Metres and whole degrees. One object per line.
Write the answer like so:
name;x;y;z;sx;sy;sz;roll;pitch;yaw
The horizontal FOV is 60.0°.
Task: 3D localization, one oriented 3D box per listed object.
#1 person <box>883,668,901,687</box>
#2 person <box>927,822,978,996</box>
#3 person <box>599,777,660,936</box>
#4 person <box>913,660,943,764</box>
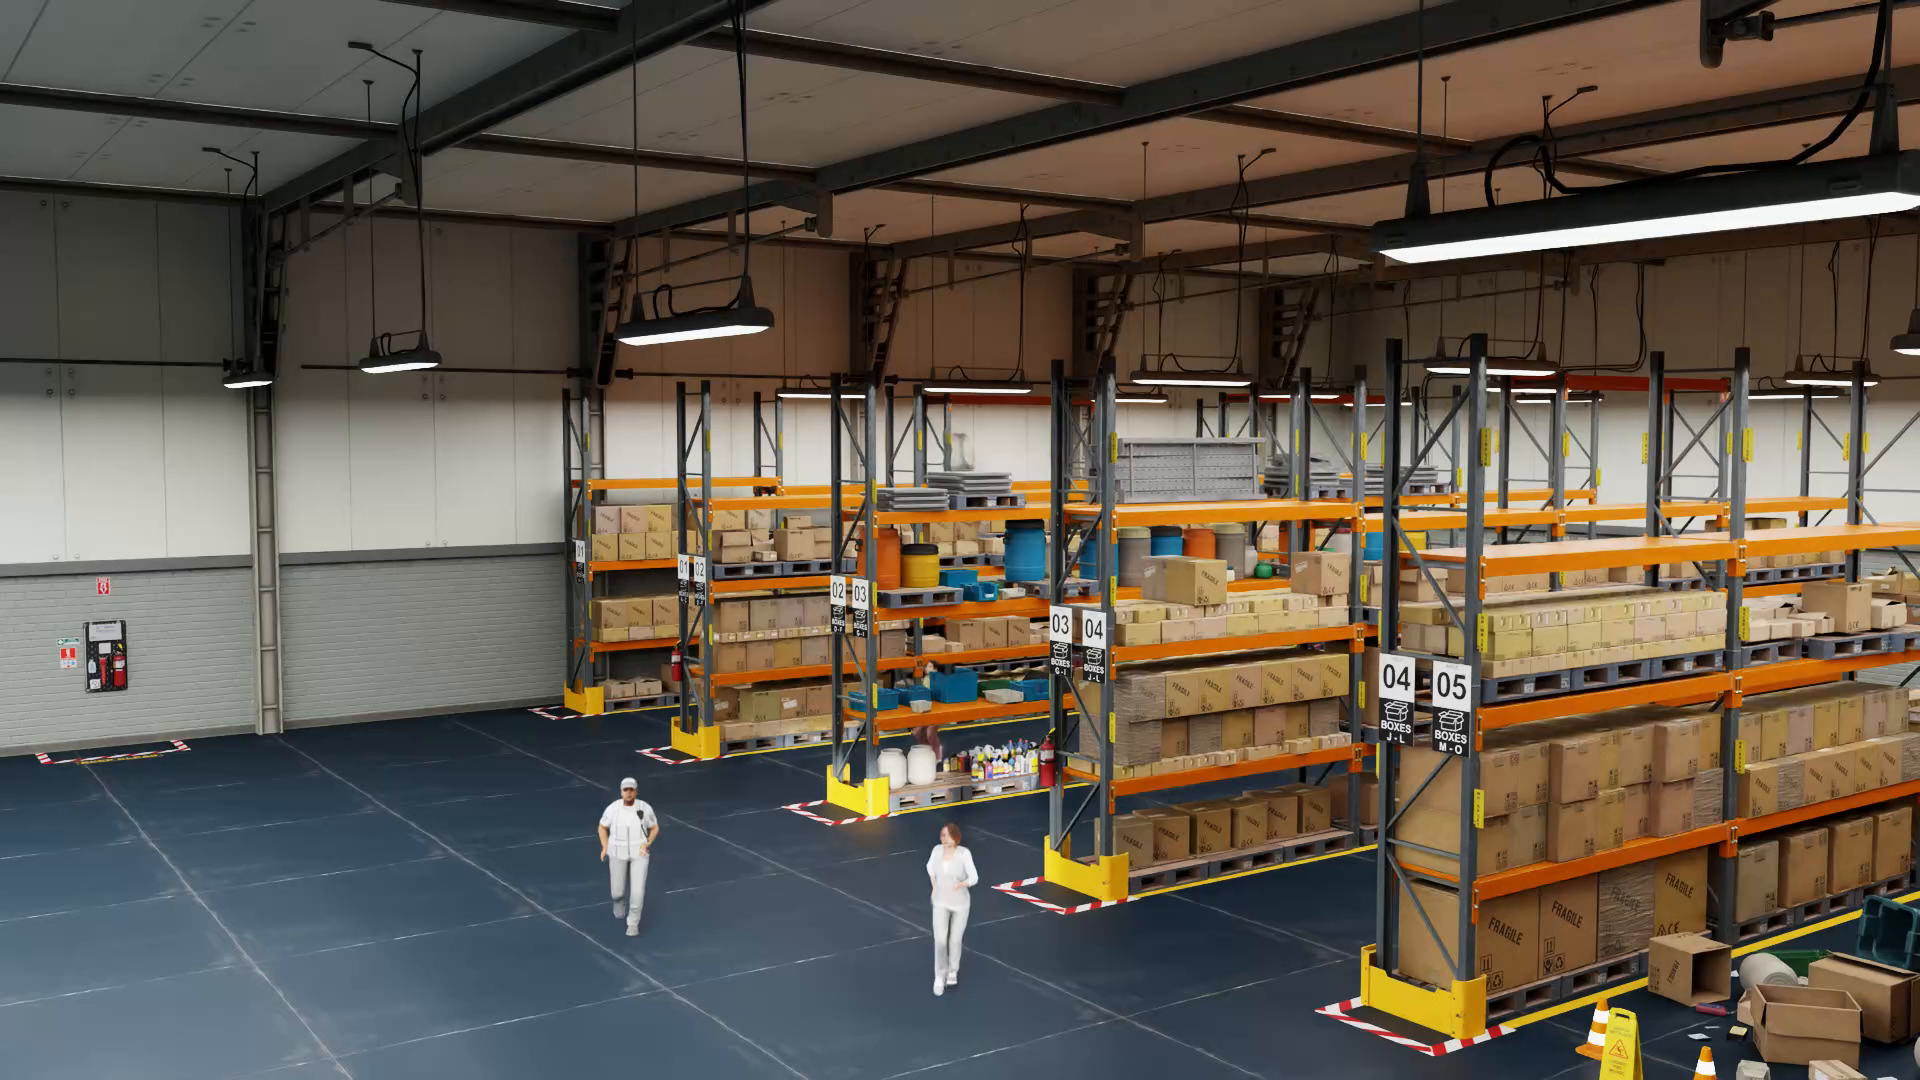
person;-1.229;2.333;30.940;0.856;1.669;0.624;-2;4;-34
person;-0.082;3.394;15.303;0.508;1.608;0.667;0;4;8
person;-3.415;3.254;17.174;0.621;1.613;0.554;-1;4;-11
person;-0.472;2.682;25.857;0.561;1.643;0.494;4;5;44
